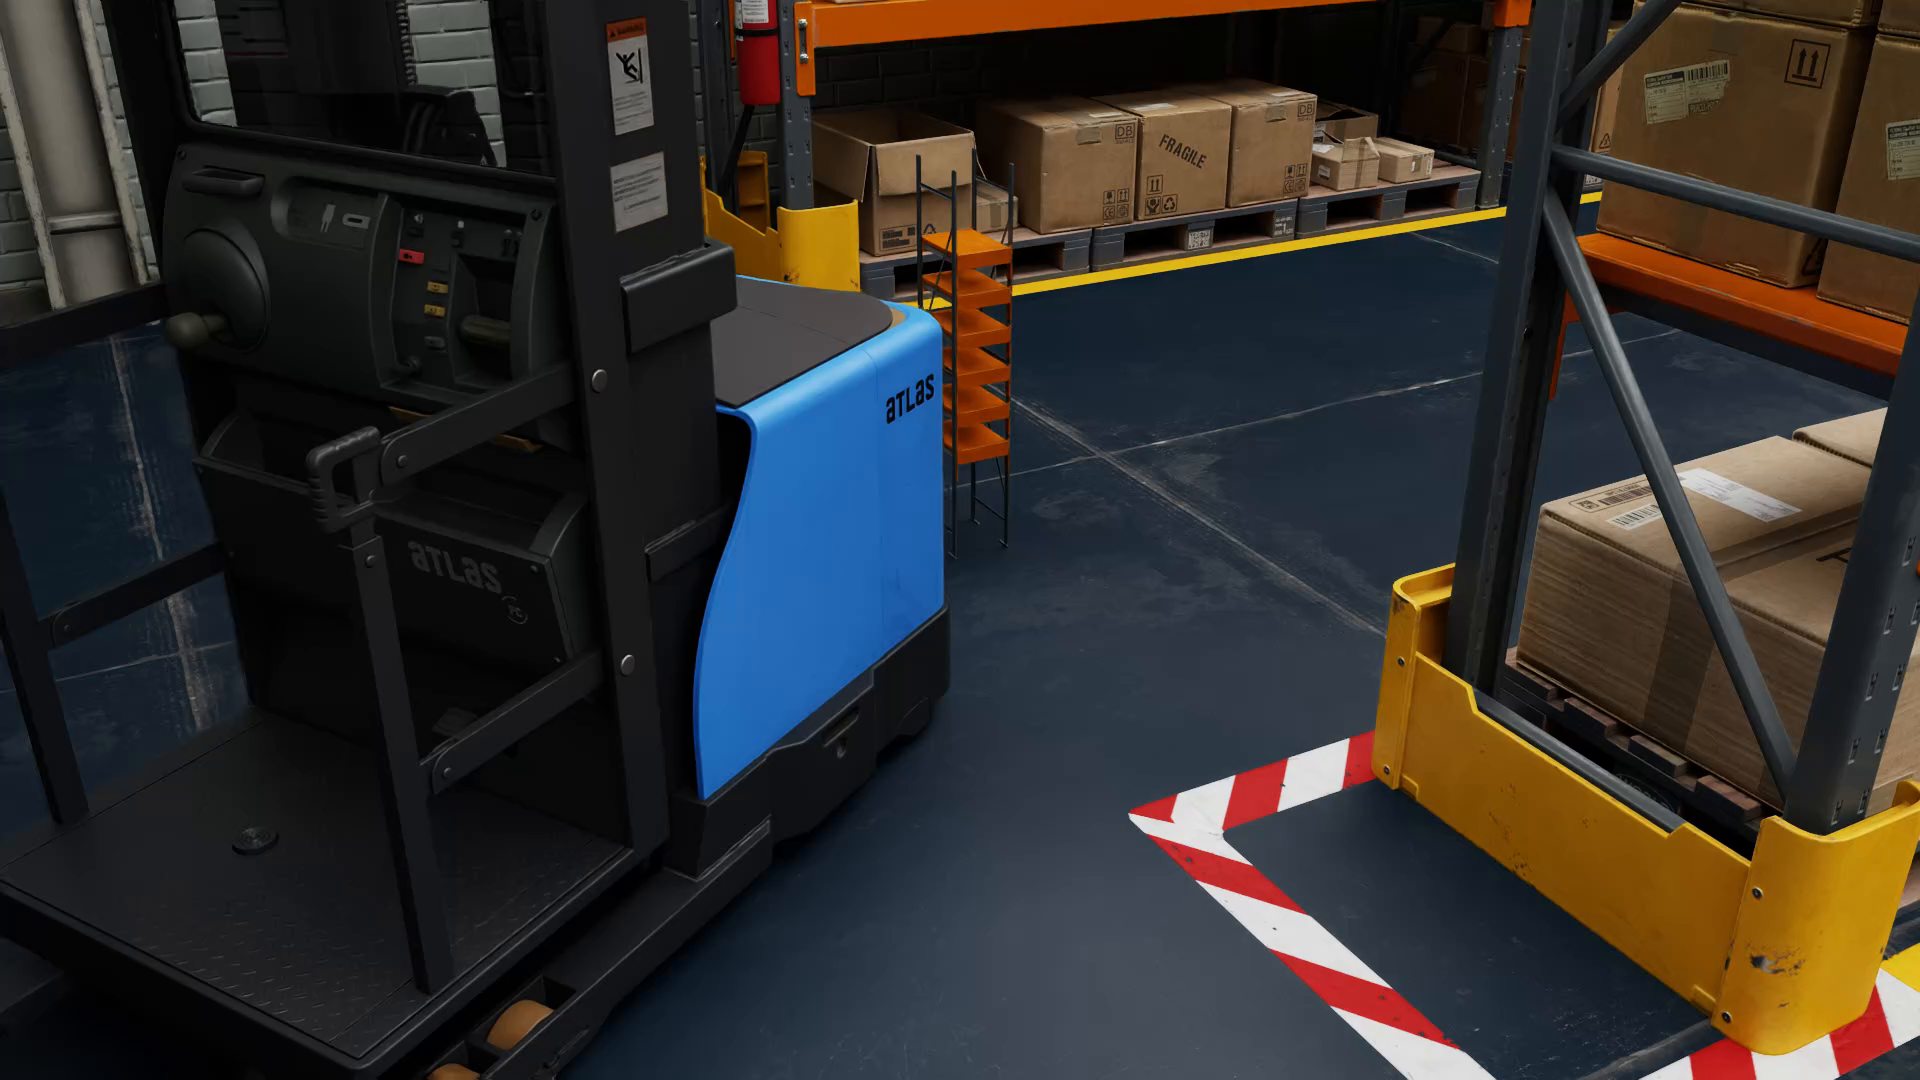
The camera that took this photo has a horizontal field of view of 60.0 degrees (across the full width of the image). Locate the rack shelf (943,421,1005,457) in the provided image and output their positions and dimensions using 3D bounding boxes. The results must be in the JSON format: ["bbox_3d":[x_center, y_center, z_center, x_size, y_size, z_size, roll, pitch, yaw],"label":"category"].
[{"bbox_3d":[0.013,-0.312,5.108,0.171,0.034,0.221,-13,29,-25],"label":"rack shelf"}]

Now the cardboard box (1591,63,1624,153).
[{"bbox_3d":[3.620,-2.513,9.421,0.500,0.500,0.500,-13,29,-26],"label":"cardboard box"}]

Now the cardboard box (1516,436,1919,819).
[{"bbox_3d":[1.967,0.177,3.890,0.875,0.438,0.875,-14,29,-27],"label":"cardboard box"}]

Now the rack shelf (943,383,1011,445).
[{"bbox_3d":[0.013,-0.396,5.068,0.180,0.103,0.258,-13,29,-25],"label":"rack shelf"}]

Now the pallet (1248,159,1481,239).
[{"bbox_3d":[2.016,-1.929,9.024,1.213,0.211,1.003,-13,29,-25],"label":"pallet"}]

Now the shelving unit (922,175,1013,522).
[{"bbox_3d":[0.014,-0.544,4.997,0.183,1.046,0.258,-13,29,-25],"label":"shelving unit"}]

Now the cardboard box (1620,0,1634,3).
[{"bbox_3d":[4.171,-3.185,10.072,0.265,0.149,0.390,-13,29,-25],"label":"cardboard box"}]

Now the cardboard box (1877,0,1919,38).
[{"bbox_3d":[1.989,-1.101,2.806,0.500,0.500,0.500,-14,29,-26],"label":"cardboard box"}]

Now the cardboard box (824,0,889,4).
[{"bbox_3d":[-0.488,-2.360,6.989,0.250,0.149,0.380,-13,29,-25],"label":"cardboard box"}]

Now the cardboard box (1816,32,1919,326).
[{"bbox_3d":[1.990,-0.649,3.021,0.500,0.500,0.500,-13,29,-25],"label":"cardboard box"}]

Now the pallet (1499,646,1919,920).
[{"bbox_3d":[2.100,0.449,4.072,1.213,0.211,1.003,-13,29,-25],"label":"pallet"}]

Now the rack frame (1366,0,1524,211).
[{"bbox_3d":[2.622,-3.325,8.711,0.127,3.000,1.000,-13,29,-25],"label":"rack frame"}]

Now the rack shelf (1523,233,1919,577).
[{"bbox_3d":[3.196,-0.699,4.071,4.000,0.370,1.077,-13,29,-25],"label":"rack shelf"}]

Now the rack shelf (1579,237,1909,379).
[{"bbox_3d":[4.405,-1.986,1.057,3.910,4.714,5.869,-13,29,-25],"label":"rack shelf"}]

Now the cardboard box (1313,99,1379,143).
[{"bbox_3d":[1.928,-2.258,9.109,0.500,0.311,0.500,-12,28,-23],"label":"cardboard box"}]

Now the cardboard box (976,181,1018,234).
[{"bbox_3d":[0.070,-1.575,7.873,0.250,0.149,0.380,-14,29,-27],"label":"cardboard box"}]

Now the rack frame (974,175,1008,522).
[{"bbox_3d":[0.093,-0.563,5.036,0.002,1.046,0.228,-13,29,-25],"label":"rack frame"}]

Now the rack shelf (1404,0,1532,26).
[{"bbox_3d":[4.387,-3.408,9.715,4.000,0.370,1.077,-13,29,-25],"label":"rack shelf"}]

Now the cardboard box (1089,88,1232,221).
[{"bbox_3d":[0.963,-1.890,8.124,0.500,0.500,0.500,-12,28,-24],"label":"cardboard box"}]

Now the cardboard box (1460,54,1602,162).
[{"bbox_3d":[3.155,-2.400,9.187,0.500,0.500,0.500,-12,28,-23],"label":"cardboard box"}]

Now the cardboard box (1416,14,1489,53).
[{"bbox_3d":[2.811,-2.865,9.406,0.250,0.149,0.380,-14,29,-27],"label":"cardboard box"}]

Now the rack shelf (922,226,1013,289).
[{"bbox_3d":[0.013,-0.828,4.860,0.180,0.103,0.258,-13,29,-25],"label":"rack shelf"}]

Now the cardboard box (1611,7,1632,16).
[{"bbox_3d":[3.733,-3.072,9.835,0.250,0.149,0.380,-12,28,-24],"label":"cardboard box"}]

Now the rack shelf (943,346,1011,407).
[{"bbox_3d":[0.013,-0.504,5.016,0.180,0.103,0.258,-13,29,-25],"label":"rack shelf"}]

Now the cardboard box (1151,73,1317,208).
[{"bbox_3d":[1.365,-2.032,8.420,0.500,0.500,0.700,-14,29,-27],"label":"cardboard box"}]

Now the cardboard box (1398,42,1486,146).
[{"bbox_3d":[2.916,-2.601,9.604,0.500,0.500,0.500,-13,29,-25],"label":"cardboard box"}]

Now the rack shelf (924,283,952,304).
[{"bbox_3d":[0.013,-0.738,4.903,0.166,0.020,0.199,-13,29,-25],"label":"rack shelf"}]

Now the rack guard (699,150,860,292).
[{"bbox_3d":[-0.840,-1.399,7.587,0.348,0.500,1.175,-13,29,-25],"label":"rack guard"}]

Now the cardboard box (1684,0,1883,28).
[{"bbox_3d":[1.745,-1.301,3.223,0.500,0.500,0.500,-12,28,-23],"label":"cardboard box"}]

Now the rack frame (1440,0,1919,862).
[{"bbox_3d":[1.432,-0.616,3.067,0.127,3.000,1.000,-13,29,-25],"label":"rack frame"}]

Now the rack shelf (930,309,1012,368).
[{"bbox_3d":[0.013,-0.612,4.964,0.180,0.103,0.258,-13,29,-25],"label":"rack shelf"}]

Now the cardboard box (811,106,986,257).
[{"bbox_3d":[-0.323,-1.663,7.647,0.637,0.503,0.797,-14,29,-27],"label":"cardboard box"}]
